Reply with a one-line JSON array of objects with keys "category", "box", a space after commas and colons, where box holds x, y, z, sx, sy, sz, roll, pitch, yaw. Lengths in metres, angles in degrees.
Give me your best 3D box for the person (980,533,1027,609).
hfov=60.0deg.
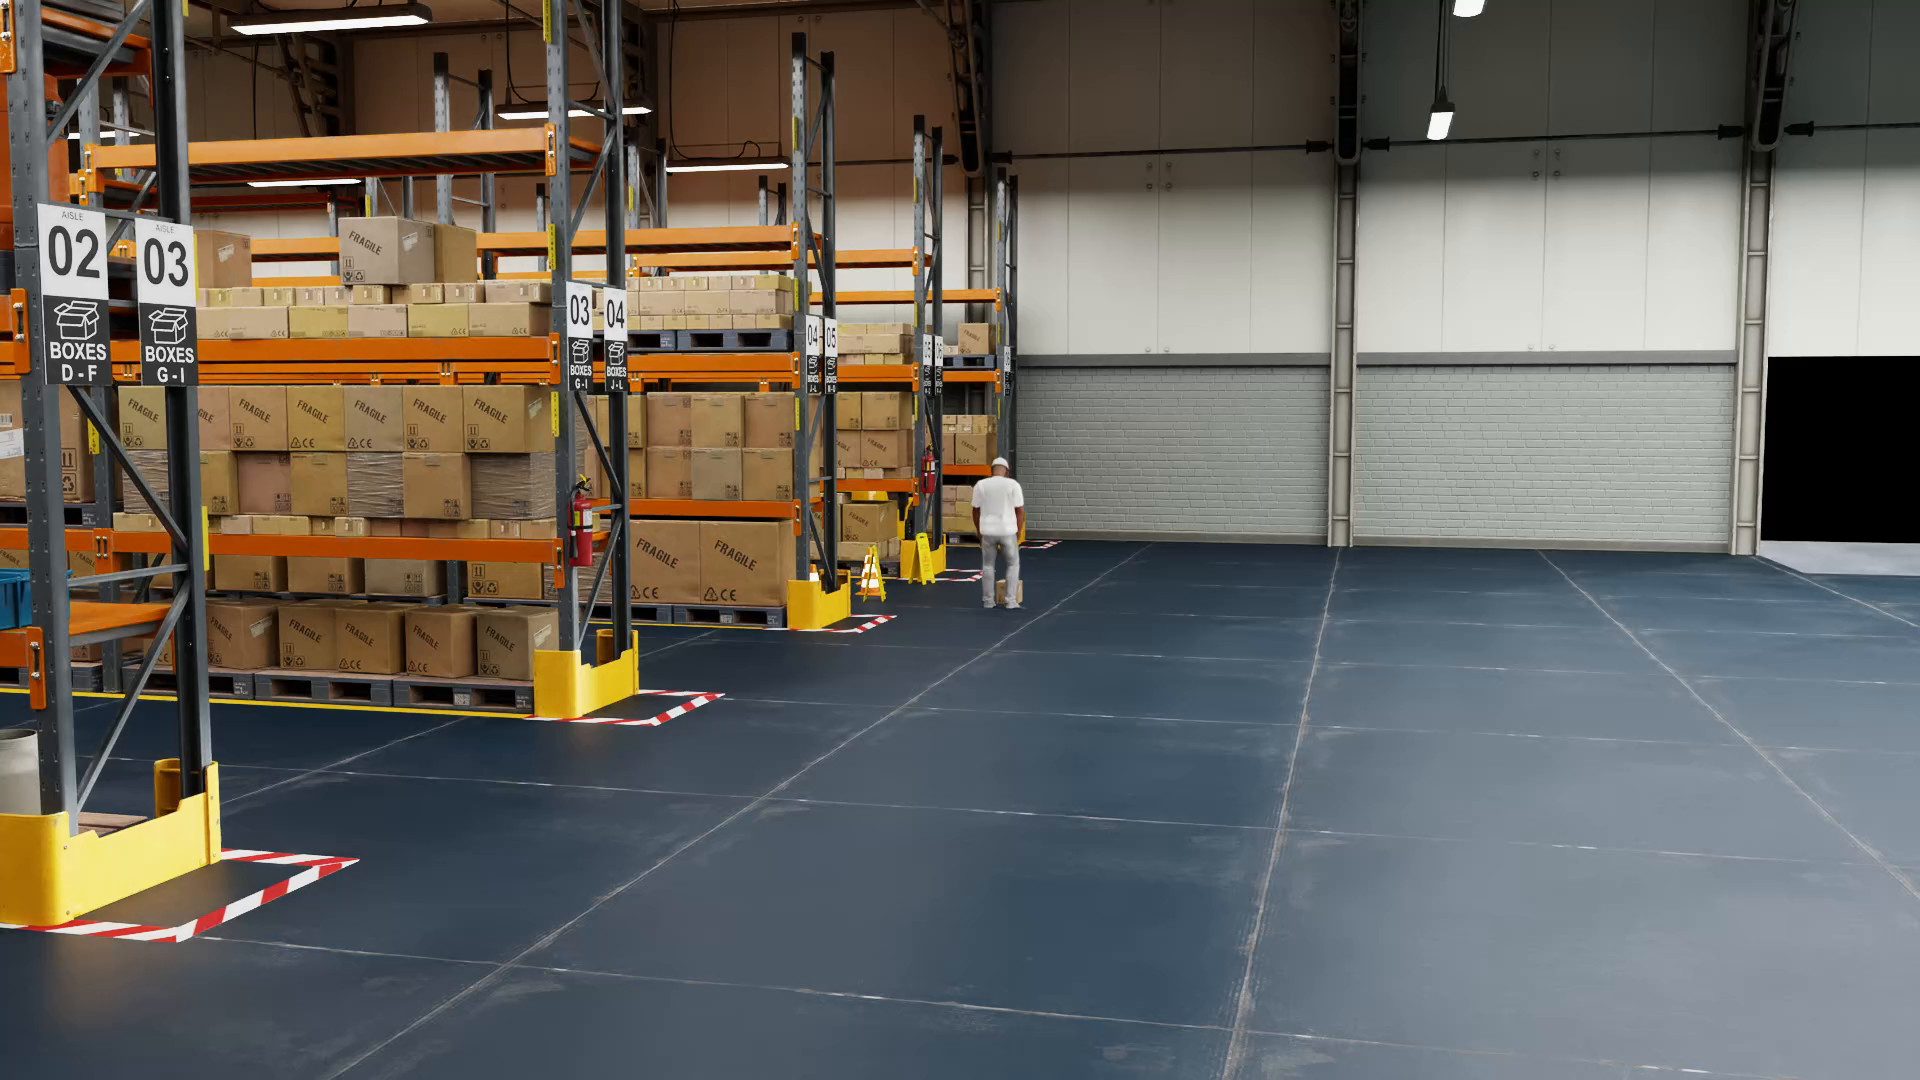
[{"category": "person", "box": [0.467, 0.395, 18.971, 0.534, 0.896, 0.929, 1, 5, 13]}]
